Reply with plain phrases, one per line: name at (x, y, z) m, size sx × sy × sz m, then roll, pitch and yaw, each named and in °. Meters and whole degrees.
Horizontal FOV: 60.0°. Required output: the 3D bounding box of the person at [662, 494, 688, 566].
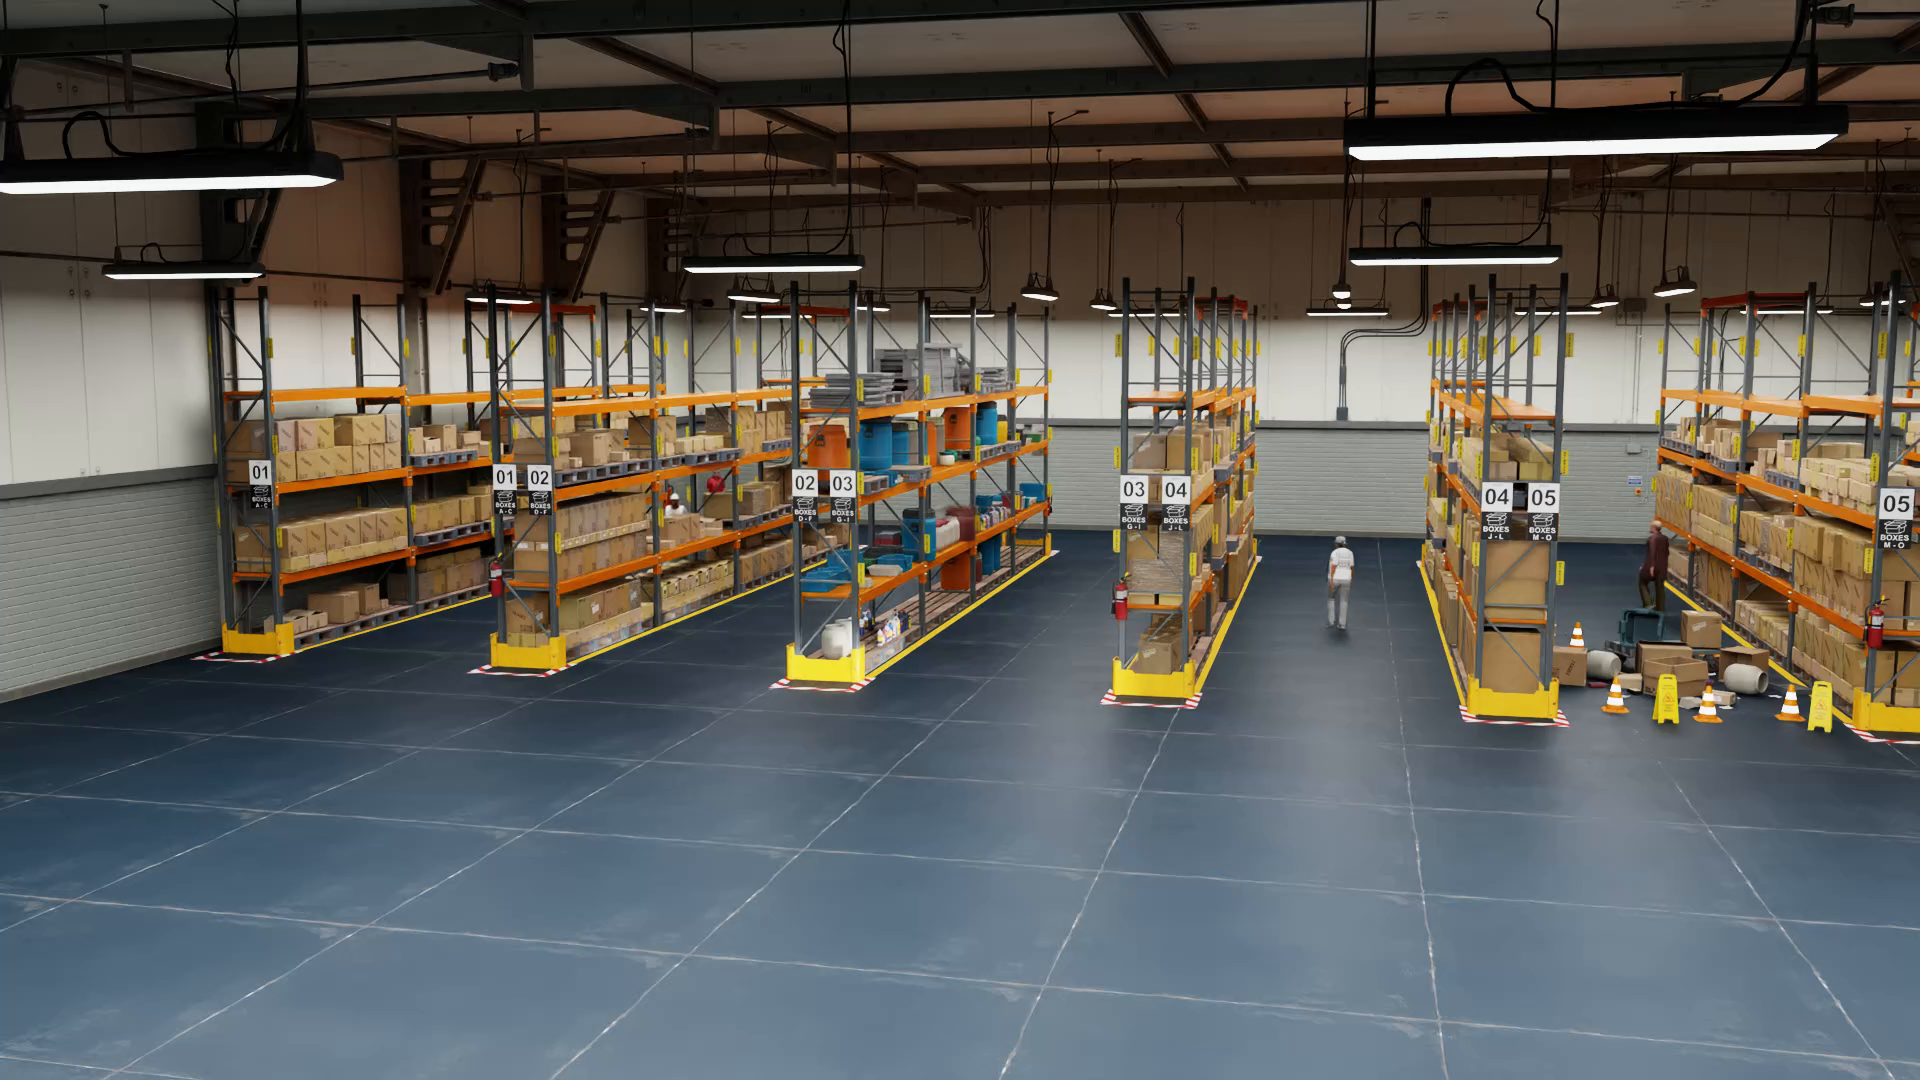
person at (-6.465, -0.187, 37.449) m, size 0.652 × 1.714 × 1.054 m, roll 1°, pitch 7°, yaw 8°

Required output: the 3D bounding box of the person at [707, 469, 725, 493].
person at (-6.815, -1.162, 46.237) m, size 0.539 × 1.687 × 0.877 m, roll -6°, pitch 9°, yaw -43°

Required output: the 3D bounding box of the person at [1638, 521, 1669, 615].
person at (13.102, 0.633, 31.248) m, size 0.579 × 1.594 × 0.580 m, roll -1°, pitch 7°, yaw -7°

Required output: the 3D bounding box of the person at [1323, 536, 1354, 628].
person at (6.824, 0.785, 29.846) m, size 0.502 × 1.701 × 0.626 m, roll 0°, pitch 7°, yaw 4°
